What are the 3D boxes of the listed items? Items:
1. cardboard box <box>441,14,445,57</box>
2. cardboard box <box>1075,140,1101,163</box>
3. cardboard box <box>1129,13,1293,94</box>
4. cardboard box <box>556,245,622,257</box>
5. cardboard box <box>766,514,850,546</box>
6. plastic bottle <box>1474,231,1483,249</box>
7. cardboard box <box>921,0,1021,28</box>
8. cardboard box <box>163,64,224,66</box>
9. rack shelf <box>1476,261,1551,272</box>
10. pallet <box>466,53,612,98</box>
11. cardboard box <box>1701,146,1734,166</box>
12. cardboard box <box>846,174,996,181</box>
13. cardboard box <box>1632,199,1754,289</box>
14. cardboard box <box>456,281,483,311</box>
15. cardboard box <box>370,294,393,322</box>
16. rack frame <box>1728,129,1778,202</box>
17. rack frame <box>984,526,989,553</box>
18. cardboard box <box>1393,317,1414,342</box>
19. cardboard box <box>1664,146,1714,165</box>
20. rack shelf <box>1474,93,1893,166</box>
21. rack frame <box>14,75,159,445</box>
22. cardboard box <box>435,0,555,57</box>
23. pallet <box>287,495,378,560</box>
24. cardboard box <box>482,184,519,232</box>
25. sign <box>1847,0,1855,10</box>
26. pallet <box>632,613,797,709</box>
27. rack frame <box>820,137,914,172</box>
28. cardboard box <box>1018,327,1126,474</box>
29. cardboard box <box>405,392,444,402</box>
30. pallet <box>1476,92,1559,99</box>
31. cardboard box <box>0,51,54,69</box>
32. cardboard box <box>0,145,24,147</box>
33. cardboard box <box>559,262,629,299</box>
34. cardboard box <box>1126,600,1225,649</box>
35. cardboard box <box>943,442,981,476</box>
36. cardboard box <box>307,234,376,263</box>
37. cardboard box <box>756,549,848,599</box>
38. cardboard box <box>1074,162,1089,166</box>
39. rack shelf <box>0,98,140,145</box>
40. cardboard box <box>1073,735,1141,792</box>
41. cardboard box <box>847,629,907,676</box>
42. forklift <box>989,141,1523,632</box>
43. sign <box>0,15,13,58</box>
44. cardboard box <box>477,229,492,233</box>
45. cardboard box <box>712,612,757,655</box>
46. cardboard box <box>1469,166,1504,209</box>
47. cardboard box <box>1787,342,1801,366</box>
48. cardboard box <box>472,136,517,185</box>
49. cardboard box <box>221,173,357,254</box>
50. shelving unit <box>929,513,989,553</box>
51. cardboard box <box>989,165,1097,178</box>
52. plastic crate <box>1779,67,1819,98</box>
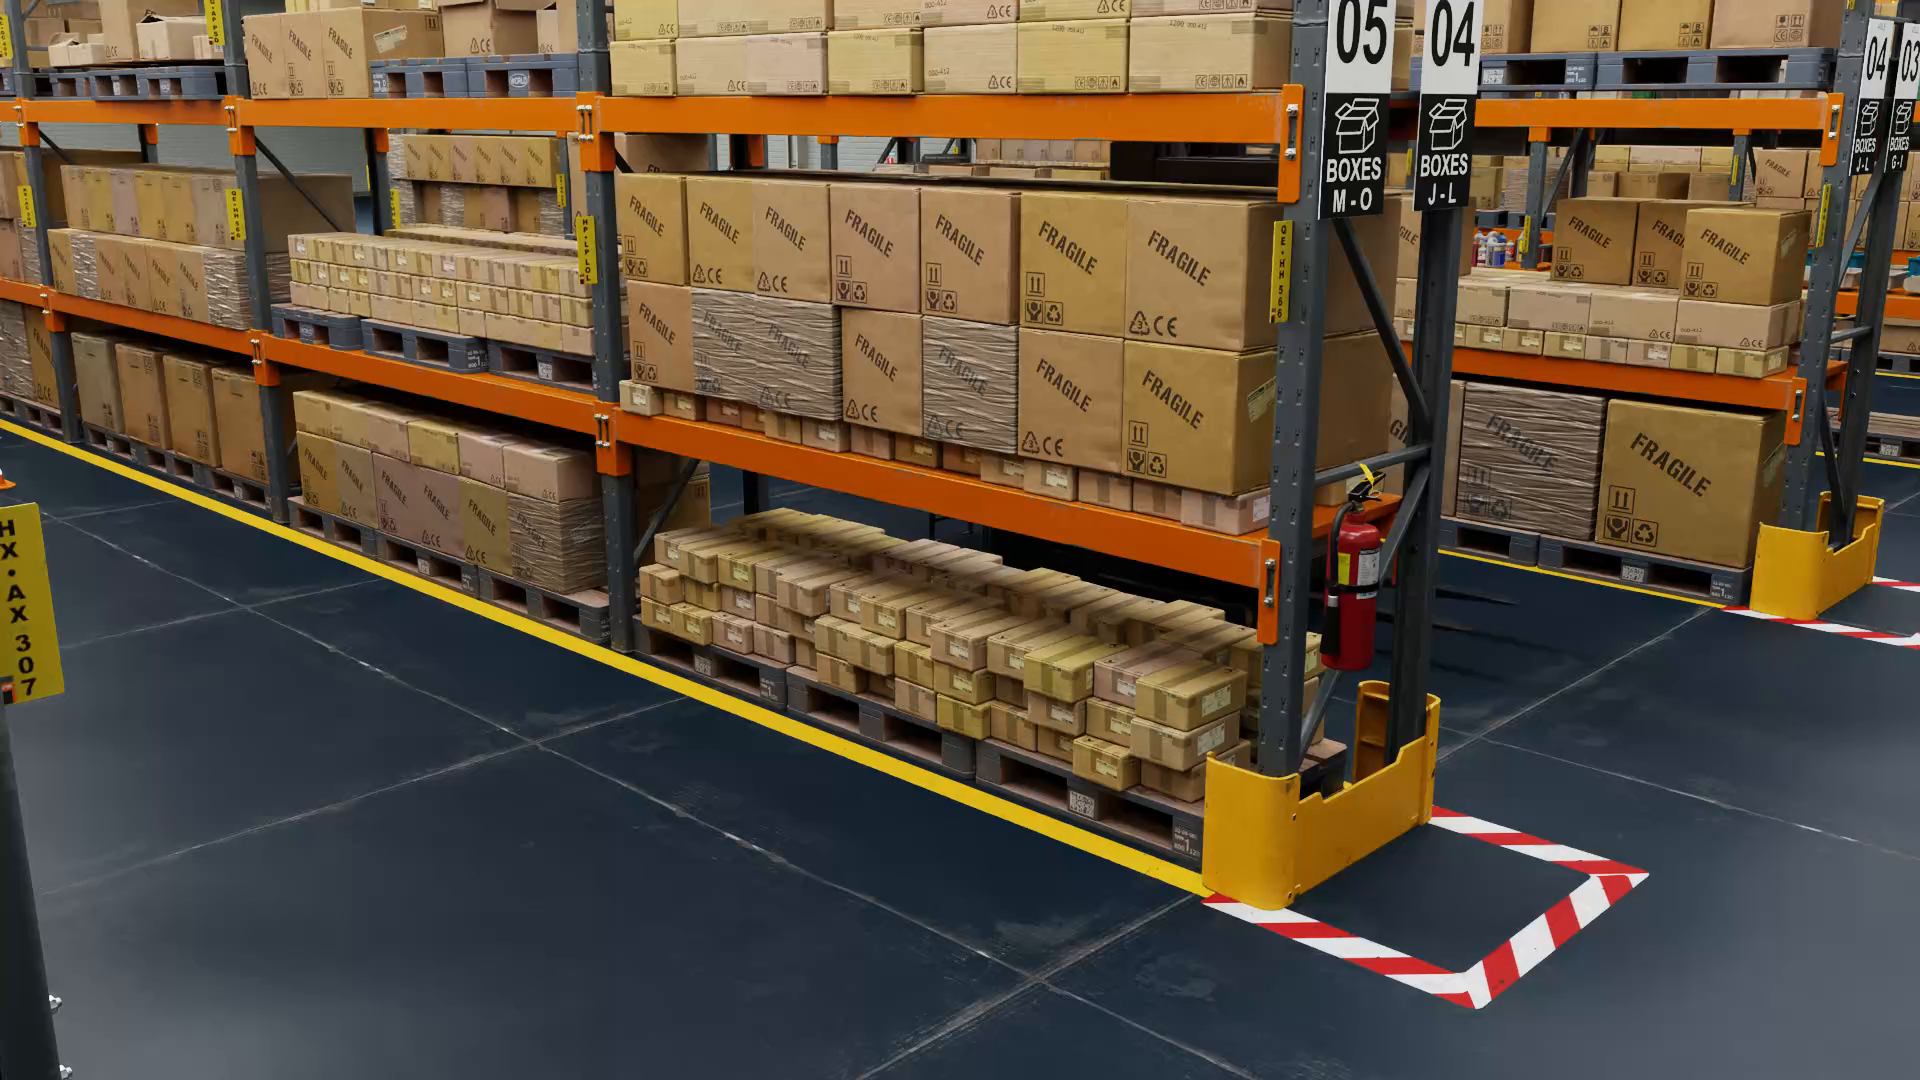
[{"bbox_3d":[-3.003,-2.926,10.067,0.500,0.500,0.500,14,20,42],"label":"cardboard box"},{"bbox_3d":[2.149,-5.962,25.095,0.500,0.500,0.700,14,20,42],"label":"cardboard box"},{"bbox_3d":[0.931,-1.664,5.718,0.500,0.250,0.500,13,20,41],"label":"cardboard box"},{"bbox_3d":[-2.152,-1.657,9.830,0.250,0.149,0.380,13,20,42],"label":"cardboard box"},{"bbox_3d":[-0.789,-0.013,8.673,0.250,0.149,0.380,14,20,43],"label":"cardboard box"},{"bbox_3d":[5.119,-2.912,16.416,0.097,0.271,0.097,0,15,0],"label":"plastic bottle"},{"bbox_3d":[0.198,-2.088,6.355,0.500,0.250,0.500,14,20,43],"label":"cardboard box"},{"bbox_3d":[-5.782,-3.747,12.560,0.500,0.311,0.500,13,19,40],"label":"cardboard box"},{"bbox_3d":[4.076,-2.737,16.915,4.000,0.370,1.077,14,20,42],"label":"rack shelf"},{"bbox_3d":[-1.808,-2.442,8.777,1.003,0.211,1.213,14,20,42],"label":"pallet"},{"bbox_3d":[10.783,-5.403,23.405,0.500,0.250,0.500,13,20,41],"label":"cardboard box"},{"bbox_3d":[-0.177,-1.415,7.642,0.500,0.500,0.500,-14,20,-43],"label":"cardboard box"},{"bbox_3d":[4.440,-1.791,10.077,0.500,0.500,0.500,13,19,41],"label":"cardboard box"},{"bbox_3d":[-2.614,-1.396,9.415,0.250,0.149,0.380,12,19,39],"label":"cardboard box"},{"bbox_3d":[-3.359,-1.433,10.149,0.380,0.149,0.250,-14,20,-42],"label":"cardboard box"},{"bbox_3d":[8.957,-3.634,18.929,0.127,3.000,1.000,14,20,42],"label":"rack frame"},{"bbox_3d":[0.295,-0.944,10.392,0.015,2.100,0.400,14,20,42],"label":"rack frame"},{"bbox_3d":[2.994,-1.376,10.761,0.250,0.149,0.380,14,20,43],"label":"cardboard box"},{"bbox_3d":[10.411,-5.491,23.743,0.500,0.250,0.500,14,20,43],"label":"cardboard box"},{"bbox_3d":[3.518,-2.590,10.399,4.000,0.370,1.077,14,20,42],"label":"rack shelf"},{"bbox_3d":[-7.196,-2.354,14.016,0.127,3.000,1.000,14,20,42],"label":"rack frame"},{"bbox_3d":[-2.458,-2.953,9.328,0.637,0.503,0.797,13,20,41],"label":"cardboard box"},{"bbox_3d":[-3.755,-0.167,11.155,1.213,0.211,1.003,14,20,42],"label":"pallet"},{"bbox_3d":[-4.727,-3.682,18.325,0.500,0.500,0.875,14,20,42],"label":"cardboard box"},{"bbox_3d":[4.571,-2.882,8.495,0.005,0.325,0.100,14,20,42],"label":"sign"},{"bbox_3d":[-0.929,0.507,8.568,1.213,0.211,1.003,14,20,42],"label":"pallet"},{"bbox_3d":[-0.801,-2.536,14.717,0.127,3.000,1.000,14,20,42],"label":"rack frame"},{"bbox_3d":[0.573,-0.569,6.378,0.500,0.500,0.500,13,20,41],"label":"cardboard box"},{"bbox_3d":[-3.271,-0.852,10.889,0.500,0.250,0.500,14,20,43],"label":"cardboard box"},{"bbox_3d":[4.884,-4.215,15.585,1.003,0.211,1.213,14,20,42],"label":"pallet"},{"bbox_3d":[-7.681,-3.941,13.626,0.250,0.149,0.380,14,20,42],"label":"cardboard box"},{"bbox_3d":[-9.376,-3.497,15.967,0.550,0.550,0.875,14,20,42],"label":"cardboard box"},{"bbox_3d":[-1.862,-1.358,8.680,0.380,0.149,0.250,-13,20,-42],"label":"cardboard box"},{"bbox_3d":[0.927,0.388,7.136,0.250,0.149,0.380,14,20,42],"label":"cardboard box"},{"bbox_3d":[0.145,-0.379,6.937,0.250,0.149,0.380,13,19,40],"label":"cardboard box"},{"bbox_3d":[-3.923,-1.861,10.609,0.250,0.149,0.380,13,19,41],"label":"cardboard box"},{"bbox_3d":[-0.756,0.169,7.978,0.250,0.149,0.380,13,19,41],"label":"cardboard box"},{"bbox_3d":[1.940,-5.627,25.095,0.380,0.149,0.250,-14,20,-43],"label":"cardboard box"},{"bbox_3d":[-8.636,-3.807,15.072,4.000,0.370,1.077,14,20,42],"label":"rack shelf"},{"bbox_3d":[0.663,0.842,6.573,0.380,0.149,0.250,-14,20,-42],"label":"cardboard box"},{"bbox_3d":[-0.282,0.468,7.418,0.250,0.149,0.380,14,20,43],"label":"cardboard box"},{"bbox_3d":[1.619,-1.032,9.206,3.031,2.867,1.129,12,19,39],"label":"forklift"},{"bbox_3d":[-7.580,-3.993,13.175,0.005,0.325,0.100,14,20,42],"label":"sign"},{"bbox_3d":[-5.109,-3.364,18.393,0.250,0.149,0.380,14,20,42],"label":"cardboard box"},{"bbox_3d":[-0.992,0.425,8.172,0.250,0.149,0.380,14,20,42],"label":"cardboard box"},{"bbox_3d":[6.609,-4.496,21.205,0.500,0.500,0.700,7,16,24],"label":"cardboard box"},{"bbox_3d":[4.931,-1.137,9.844,0.250,0.149,0.380,14,20,43],"label":"cardboard box"},{"bbox_3d":[-4.916,-4.116,18.009,0.500,0.500,0.500,14,20,42],"label":"cardboard box"},{"bbox_3d":[-4.633,-2.266,11.499,0.500,0.500,0.700,14,20,42],"label":"cardboard box"},{"bbox_3d":[0.119,-0.987,10.556,0.503,2.100,0.431,14,20,42],"label":"shelving unit"},{"bbox_3d":[0.668,-2.708,13.190,0.797,0.503,0.637,-14,20,-42],"label":"cardboard box"},{"bbox_3d":[7.014,-3.873,14.134,0.530,0.282,0.437,14,20,42],"label":"plastic crate"}]
